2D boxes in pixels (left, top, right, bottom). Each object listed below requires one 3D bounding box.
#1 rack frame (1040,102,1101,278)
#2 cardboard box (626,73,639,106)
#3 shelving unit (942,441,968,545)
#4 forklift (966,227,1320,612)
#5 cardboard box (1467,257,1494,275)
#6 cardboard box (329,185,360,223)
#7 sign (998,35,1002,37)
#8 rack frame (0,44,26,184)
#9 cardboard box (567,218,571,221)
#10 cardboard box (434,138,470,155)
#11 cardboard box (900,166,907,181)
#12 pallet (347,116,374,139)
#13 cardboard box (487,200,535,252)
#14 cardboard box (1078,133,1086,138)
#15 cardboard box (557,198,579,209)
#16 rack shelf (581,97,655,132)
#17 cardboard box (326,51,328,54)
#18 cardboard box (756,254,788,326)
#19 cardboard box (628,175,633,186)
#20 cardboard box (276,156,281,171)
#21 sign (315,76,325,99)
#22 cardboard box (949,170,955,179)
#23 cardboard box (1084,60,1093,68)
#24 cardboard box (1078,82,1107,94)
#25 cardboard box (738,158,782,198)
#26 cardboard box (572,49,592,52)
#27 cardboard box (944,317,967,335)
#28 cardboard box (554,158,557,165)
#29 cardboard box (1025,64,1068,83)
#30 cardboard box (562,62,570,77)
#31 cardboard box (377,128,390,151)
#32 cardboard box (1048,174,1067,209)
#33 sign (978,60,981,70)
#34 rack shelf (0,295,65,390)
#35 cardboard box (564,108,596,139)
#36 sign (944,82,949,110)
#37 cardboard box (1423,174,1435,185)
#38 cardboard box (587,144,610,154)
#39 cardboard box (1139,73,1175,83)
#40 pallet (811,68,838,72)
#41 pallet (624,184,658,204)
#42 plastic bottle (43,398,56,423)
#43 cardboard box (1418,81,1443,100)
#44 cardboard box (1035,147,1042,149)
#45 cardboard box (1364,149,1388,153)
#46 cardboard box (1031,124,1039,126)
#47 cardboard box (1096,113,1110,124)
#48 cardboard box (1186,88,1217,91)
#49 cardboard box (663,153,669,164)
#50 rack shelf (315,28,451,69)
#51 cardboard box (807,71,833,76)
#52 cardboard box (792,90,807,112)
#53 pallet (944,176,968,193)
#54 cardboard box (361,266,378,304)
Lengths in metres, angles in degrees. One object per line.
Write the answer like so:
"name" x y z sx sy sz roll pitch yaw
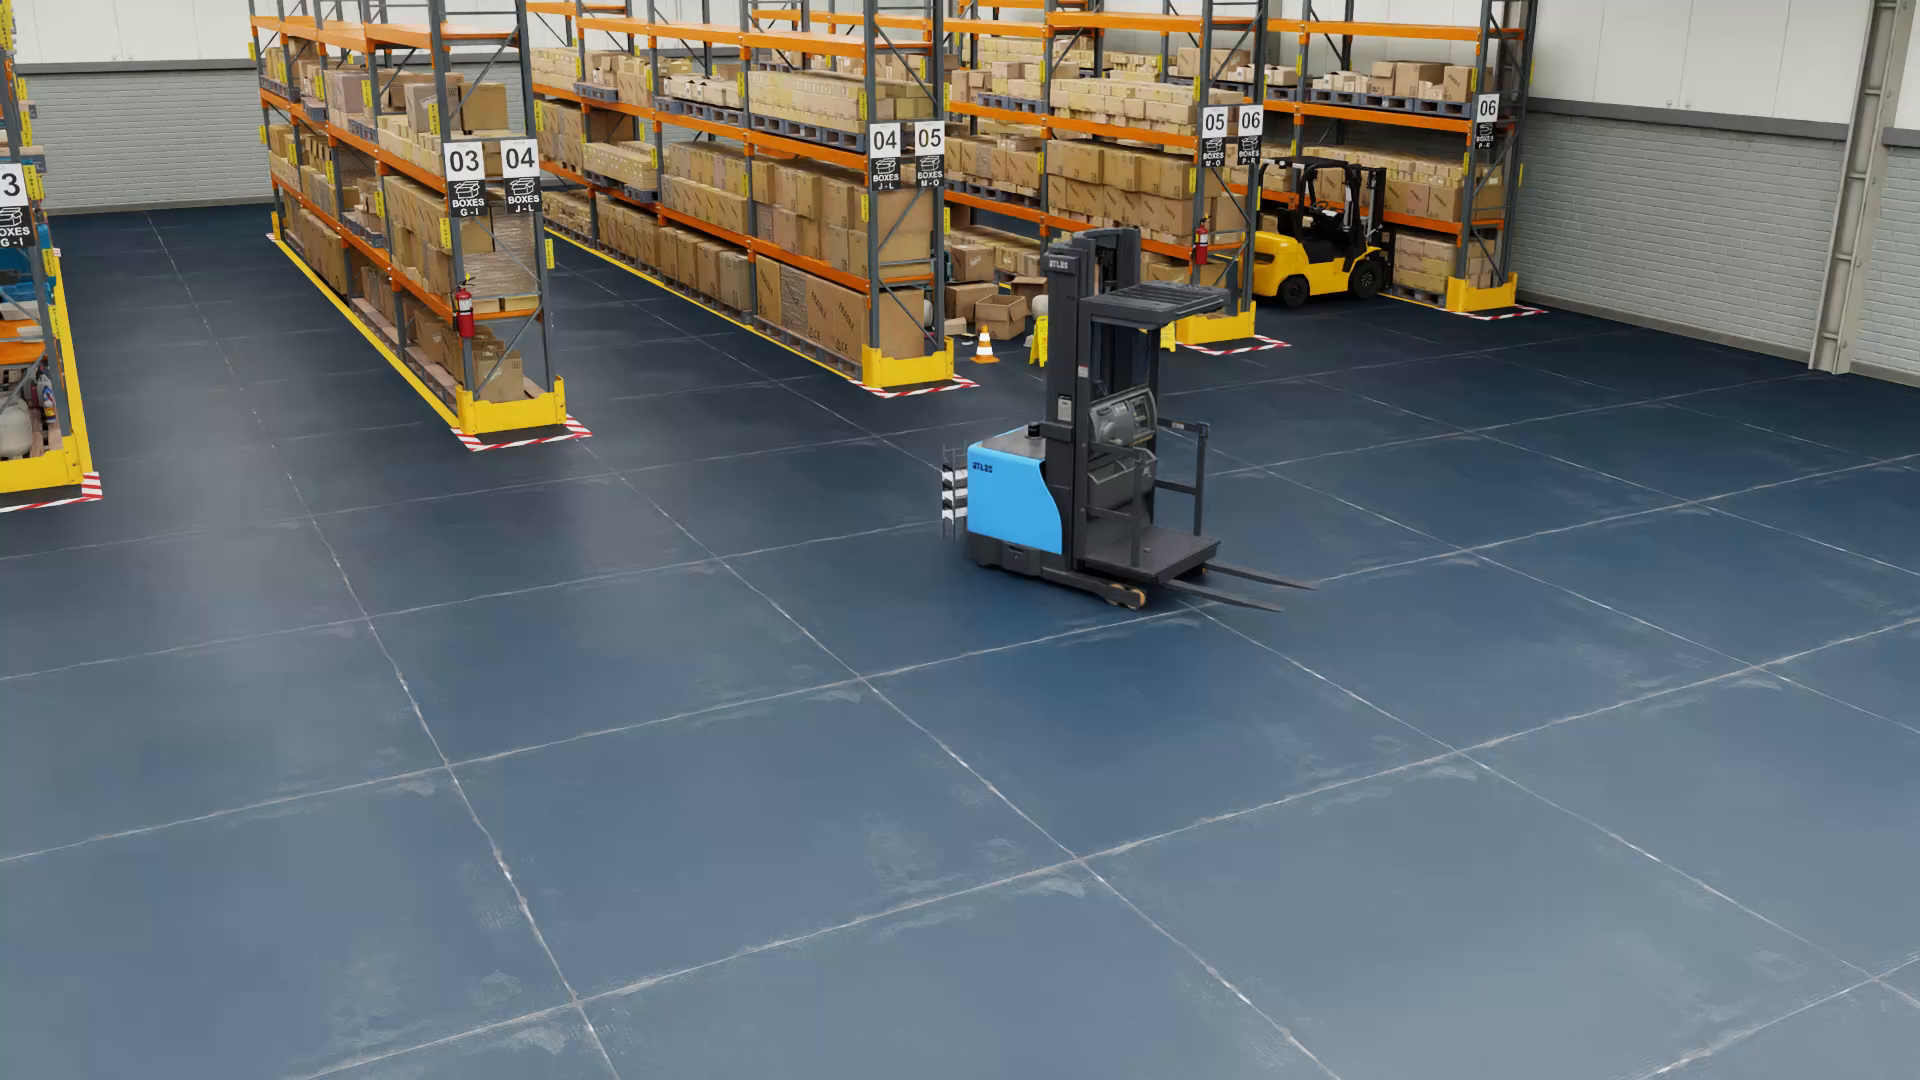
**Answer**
"rack frame" 1.743 -5.392 26.277 1.000 3.000 0.127 -10 21 -27
"cardboard box" -5.208 -7.476 27.564 0.500 0.500 0.500 -10 21 -27
"shelving unit" -0.004 -0.428 15.110 0.258 0.900 0.210 -10 21 -27
"forklift" 1.520 -1.010 13.685 3.031 2.935 1.130 14 24 36
"cardboard box" 7.969 -4.316 25.963 0.500 0.250 0.500 -10 21 -26
"cardboard box" -9.330 -5.156 25.439 0.500 0.500 0.500 -9 21 -25
"sign" 0.909 -11.523 38.090 0.100 0.325 0.005 -10 21 -27
"rack frame" -9.438 -4.777 15.299 1.000 3.000 0.127 -10 21 -27
"cardboard box" -7.406 -6.186 32.304 0.380 0.149 0.250 -10 21 -26
"cardboard box" -5.485 -4.275 18.062 0.380 0.149 0.250 -10 21 -27
"cardboard box" -0.881 -6.718 30.351 0.500 0.250 0.500 -10 21 -26
"pallet" -7.673 -5.677 22.793 1.213 0.211 1.003 -10 21 -27
"cardboard box" -5.100 -3.569 18.853 0.500 0.500 0.500 -10 21 -27
"cardboard box" 2.633 -8.135 33.789 0.396 0.266 0.258 -9 21 -24
"cardboard box" -7.671 -6.595 32.579 0.380 0.149 0.250 -10 21 -26
"rack shelf" -5.414 -7.396 28.591 1.077 0.370 4.000 -10 21 -27
"cardboard box" -11.576 -8.407 29.466 0.700 0.500 0.500 -9 21 -24
"cardboard box" -2.328 -3.599 23.694 0.875 0.875 0.875 -10 21 -26
"cardboard box" -5.342 -6.040 27.896 0.380 0.149 0.250 -10 21 -26
"cardboard box" -12.198 -6.899 30.418 0.500 0.250 0.500 -11 22 -28
"sign" -9.370 -6.621 24.327 0.100 0.325 0.005 -10 21 -27
"cardboard box" 0.028 -6.326 28.725 0.380 0.149 0.250 -12 22 -30
"cardboard box" 2.702 -9.489 33.139 0.380 0.149 0.250 -9 21 -25
"cardboard box" 1.973 -6.700 24.633 0.380 0.149 0.250 -10 21 -27
"cardboard box" -2.806 -5.258 24.202 0.700 0.500 0.500 -10 22 -28
"cardboard box" -7.267 -9.390 32.118 0.380 0.149 0.250 -9 21 -26
"cardboard box" -0.128 -3.095 23.814 0.396 0.266 0.258 -6 20 -17
"cardboard box" -7.717 -7.416 32.529 0.380 0.149 0.250 -10 22 -28
"cardboard box" 1.356 -7.320 26.087 0.500 0.250 0.500 -9 21 -25
"cardboard box" -7.044 -8.720 30.788 0.500 0.250 0.500 -11 22 -29
"cardboard box" -6.990 -5.035 20.874 0.500 0.250 0.500 -11 22 -29
"cardboard box" 1.707 -5.410 25.721 0.500 0.500 0.500 -10 21 -27
"sign" 0.322 -8.286 29.273 0.100 0.325 0.005 -10 21 -27
"rack shelf" -10.388 -2.175 18.059 1.077 0.370 4.000 -10 21 -27
"cardboard box" -7.076 -7.794 31.096 0.500 0.500 0.500 -11 22 -28
"sign" -0.175 -5.401 20.243 0.100 0.325 0.005 -10 21 -27
"cardboard box" 7.381 -5.576 25.664 0.380 0.149 0.250 -10 21 -26
"cardboard box" -6.444 -6.990 29.738 0.380 0.149 0.250 -9 21 -25
"cardboard box" 3.753 -8.767 31.689 0.500 0.250 0.500 -11 22 -28
"pallet" -2.435 -9.301 33.143 1.003 0.211 1.213 -10 21 -27
"pallet" -4.897 -5.842 27.875 1.213 0.211 1.003 -10 21 -27
"plastic bottle" -10.025 -1.428 18.299 0.097 0.271 0.097 0 19 0
"cardboard box" 7.228 -6.877 25.392 0.396 0.266 0.258 -10 21 -27
"cardboard box" 1.312 -6.245 27.496 0.500 0.500 0.500 -10 21 -27
"cardboard box" 6.921 -6.397 27.586 0.380 0.149 0.250 -10 22 -28
"cardboard box" 1.826 -9.003 36.517 0.500 0.250 0.500 -9 21 -25
"cardboard box" 2.210 -6.180 24.347 0.380 0.149 0.250 -10 22 -28
"cardboard box" 3.401 -6.288 23.439 0.380 0.149 0.250 -10 21 -27
"cardboard box" -4.881 -6.492 28.294 0.380 0.149 0.250 -11 22 -29
"rack shelf" -7.928 -6.738 22.696 1.077 0.370 4.000 -10 21 -27
"cardboard box" -1.872 -6.318 22.727 0.380 0.149 0.250 -10 21 -27
"cardboard box" -1.858 -5.711 21.581 0.500 0.250 0.500 -10 21 -26
"pallet" 0.276 -6.261 29.091 1.213 0.211 1.003 -10 21 -27
"cardboard box" -8.542 -3.842 24.944 0.700 0.500 0.500 -11 22 -30
